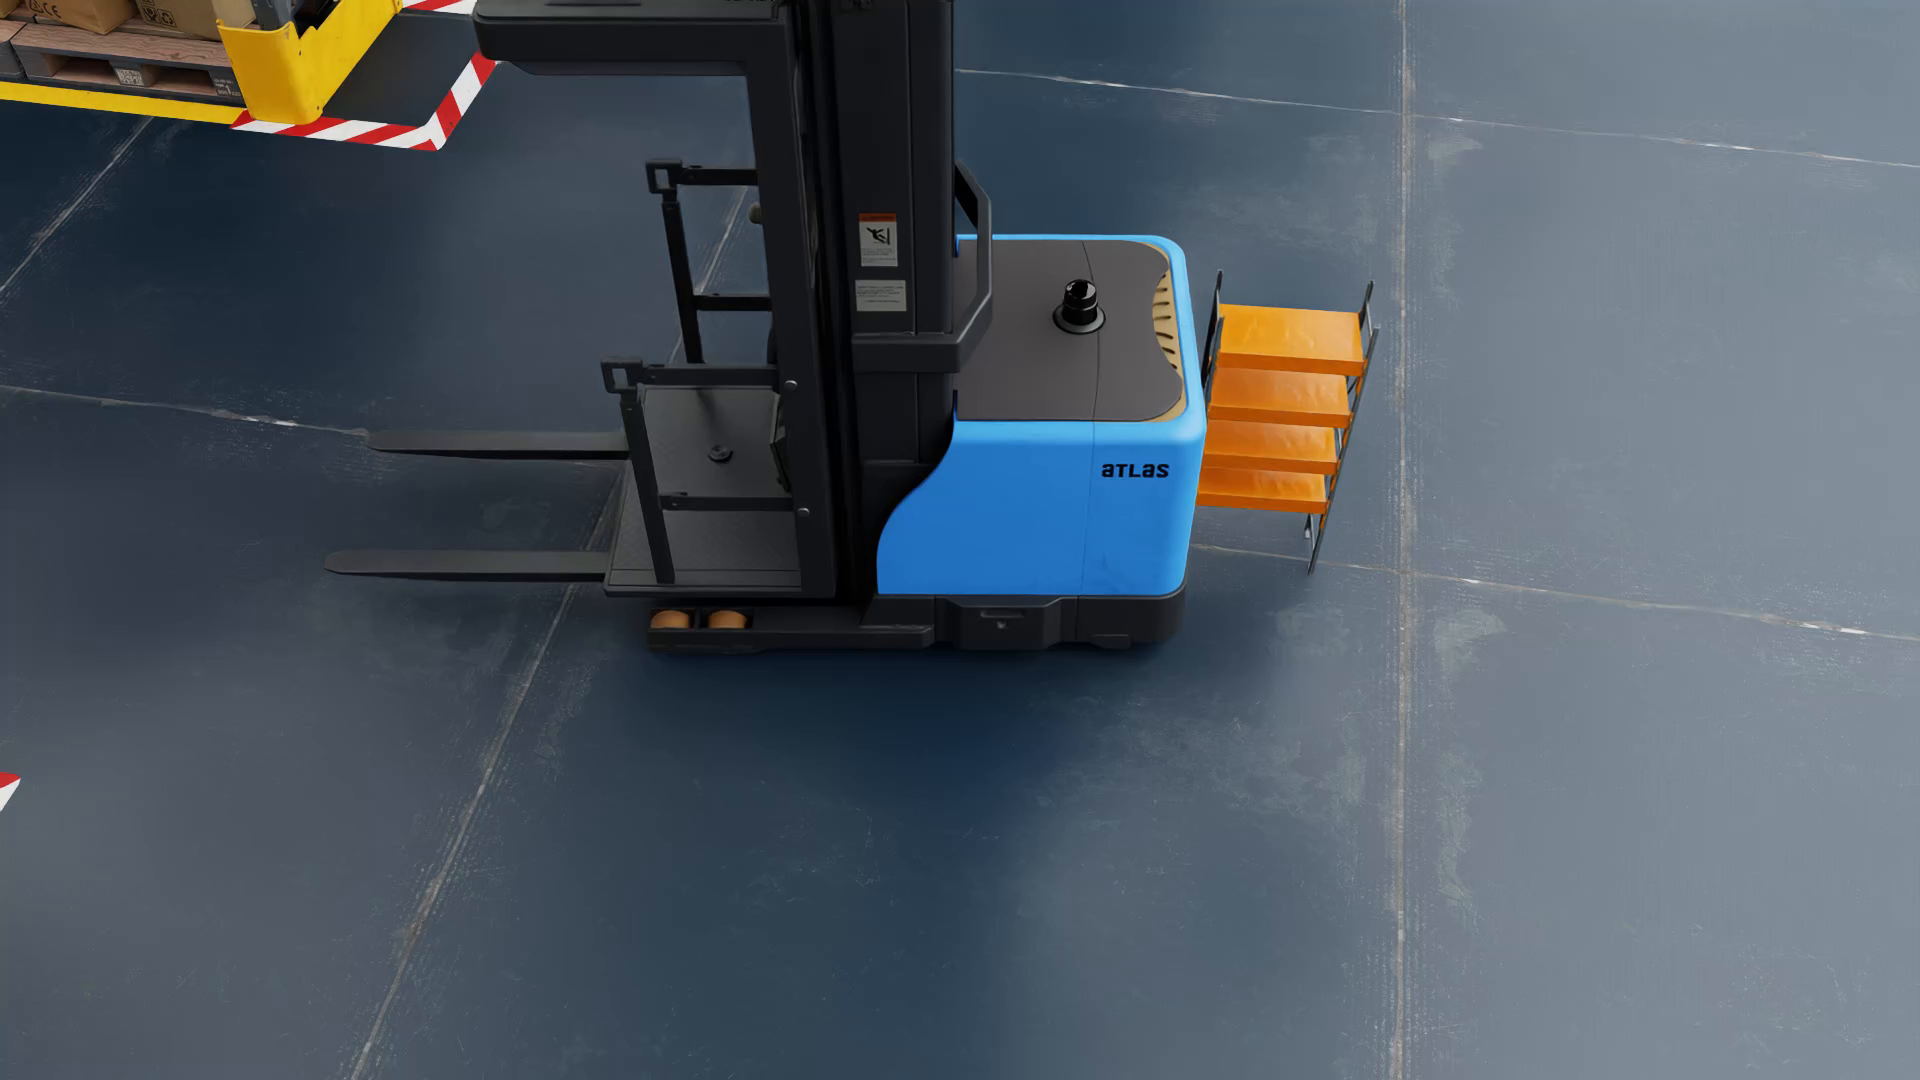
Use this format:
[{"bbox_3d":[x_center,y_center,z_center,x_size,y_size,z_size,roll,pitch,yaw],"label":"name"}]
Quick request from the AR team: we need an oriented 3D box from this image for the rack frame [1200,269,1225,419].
[{"bbox_3d":[0.827,-0.391,5.782,0.015,1.200,0.240,4,48,2],"label":"rack frame"}]

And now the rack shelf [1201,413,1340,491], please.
[{"bbox_3d":[1.069,-0.329,5.823,0.480,0.148,0.258,4,48,2],"label":"rack shelf"}]

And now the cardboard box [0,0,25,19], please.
[{"bbox_3d":[-4.948,-2.996,8.323,0.500,0.500,0.500,12,49,10],"label":"cardboard box"}]

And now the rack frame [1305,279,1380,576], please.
[{"bbox_3d":[1.314,-0.356,5.763,0.015,1.200,0.240,4,48,2],"label":"rack frame"}]

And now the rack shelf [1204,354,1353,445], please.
[{"bbox_3d":[1.073,-0.478,5.656,0.480,0.148,0.258,4,48,2],"label":"rack shelf"}]

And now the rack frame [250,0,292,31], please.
[{"bbox_3d":[-3.130,-3.445,7.329,0.127,3.000,1.000,8,49,7],"label":"rack frame"}]

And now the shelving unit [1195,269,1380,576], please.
[{"bbox_3d":[1.070,-0.374,5.773,0.503,1.200,0.258,4,48,2],"label":"shelving unit"}]

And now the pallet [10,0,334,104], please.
[{"bbox_3d":[-3.998,-2.656,8.495,1.213,0.211,1.003,8,49,7],"label":"pallet"}]

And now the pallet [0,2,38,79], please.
[{"bbox_3d":[-5.195,-2.820,8.642,1.213,0.211,1.003,8,49,7],"label":"pallet"}]

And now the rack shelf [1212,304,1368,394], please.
[{"bbox_3d":[1.078,-0.636,5.480,0.480,0.148,0.258,4,48,2],"label":"rack shelf"}]

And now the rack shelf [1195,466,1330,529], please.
[{"bbox_3d":[1.065,-0.196,5.971,0.480,0.148,0.258,4,48,2],"label":"rack shelf"}]

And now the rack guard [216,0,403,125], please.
[{"bbox_3d":[-3.204,-2.620,8.268,0.348,0.500,1.175,8,49,7],"label":"rack guard"}]

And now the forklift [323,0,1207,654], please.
[{"bbox_3d":[-0.729,-0.970,5.151,3.031,2.935,1.130,0,48,0],"label":"forklift"}]

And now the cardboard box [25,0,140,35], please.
[{"bbox_3d":[-4.335,-2.899,8.236,0.500,0.500,0.500,19,51,17],"label":"cardboard box"}]

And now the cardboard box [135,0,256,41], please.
[{"bbox_3d":[-3.741,-2.845,8.188,0.500,0.500,0.500,16,50,14],"label":"cardboard box"}]
